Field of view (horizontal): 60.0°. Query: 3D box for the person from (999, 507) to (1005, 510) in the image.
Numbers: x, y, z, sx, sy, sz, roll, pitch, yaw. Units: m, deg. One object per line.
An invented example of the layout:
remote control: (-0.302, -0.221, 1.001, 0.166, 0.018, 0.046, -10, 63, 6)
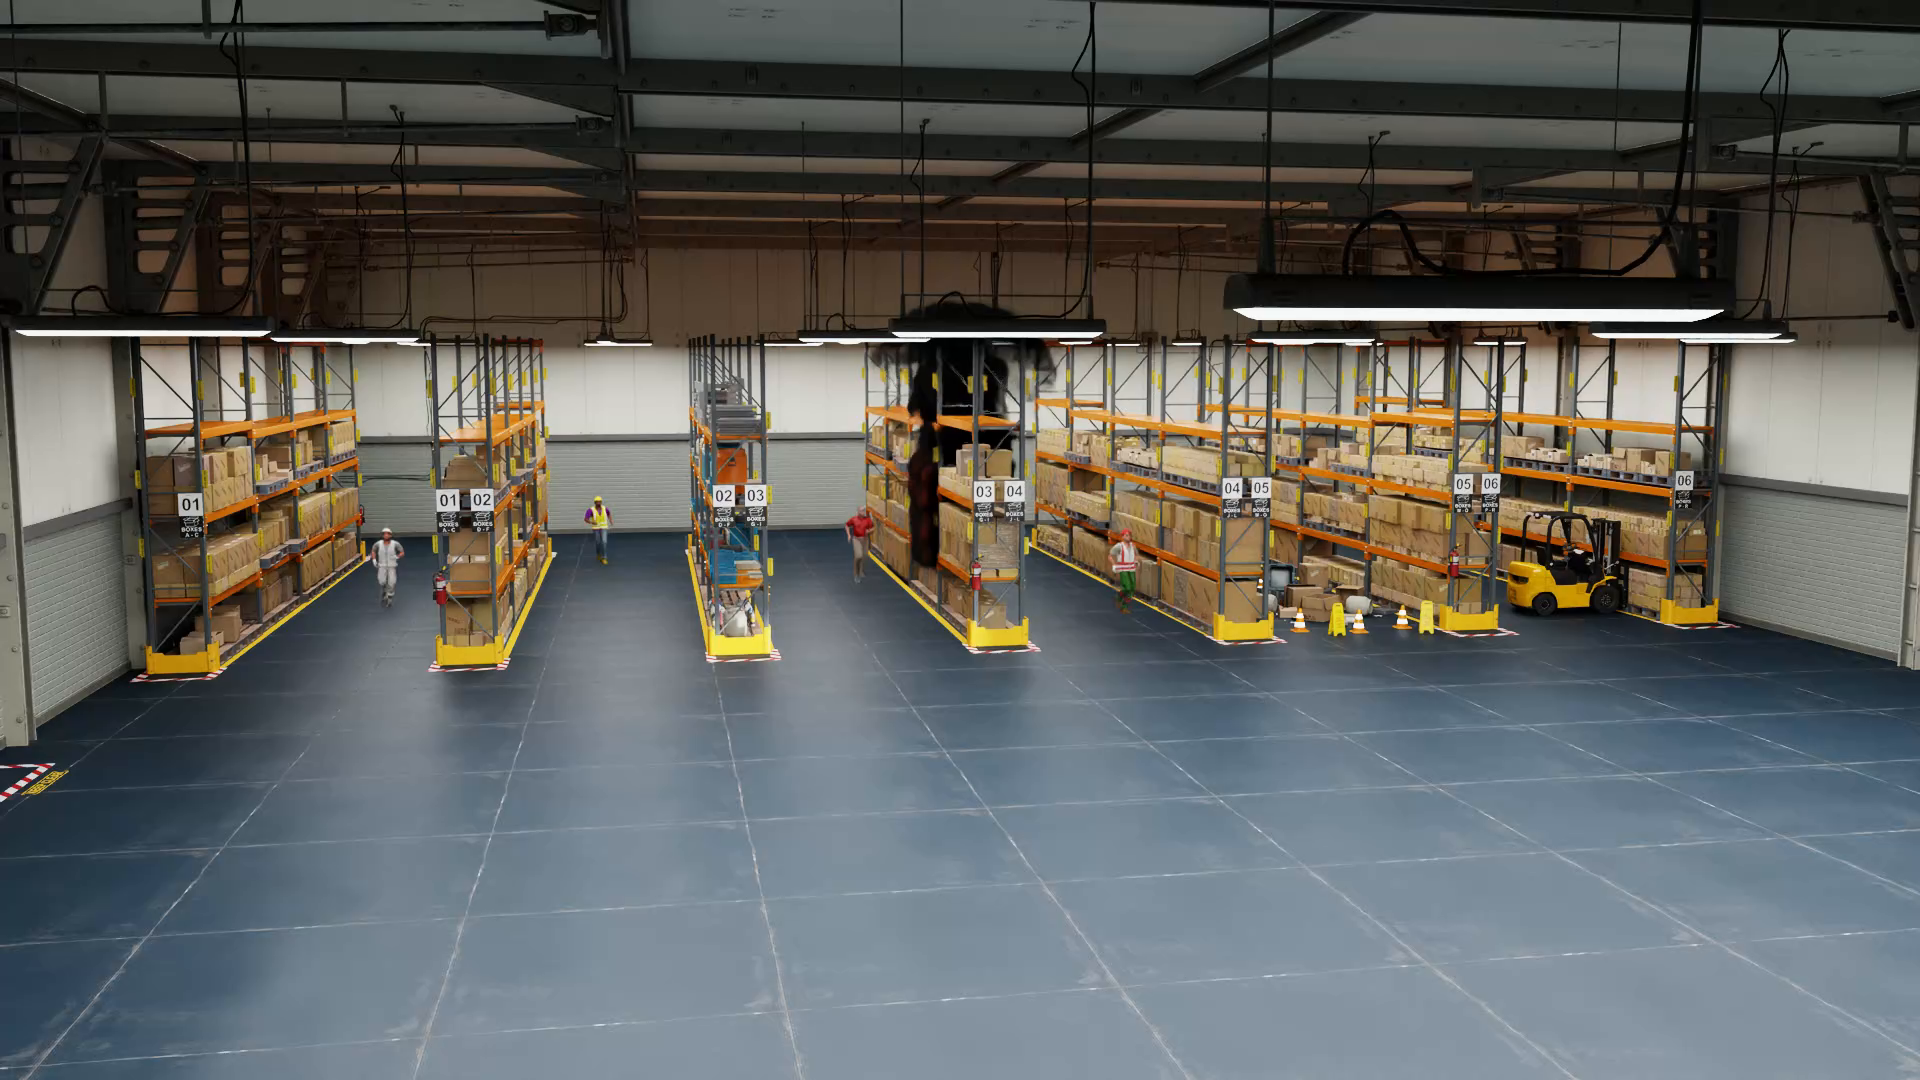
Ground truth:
person: (1.092, -0.728, 49.258, 0.737, 1.665, 0.715, -4, 8, -31)

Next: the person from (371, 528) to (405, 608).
person: (-12.670, 0.619, 36.842, 0.719, 1.767, 0.590, -2, 7, -13)

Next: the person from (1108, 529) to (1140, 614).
person: (3.441, 0.651, 34.195, 0.656, 1.751, 0.540, -3, 7, -27)

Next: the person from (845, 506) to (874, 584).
person: (-2.331, 0.115, 39.323, 0.634, 1.829, 0.716, -2, 7, -20)

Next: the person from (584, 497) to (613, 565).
person: (-9.704, -0.265, 44.685, 0.744, 1.805, 0.861, -3, 7, -24)
